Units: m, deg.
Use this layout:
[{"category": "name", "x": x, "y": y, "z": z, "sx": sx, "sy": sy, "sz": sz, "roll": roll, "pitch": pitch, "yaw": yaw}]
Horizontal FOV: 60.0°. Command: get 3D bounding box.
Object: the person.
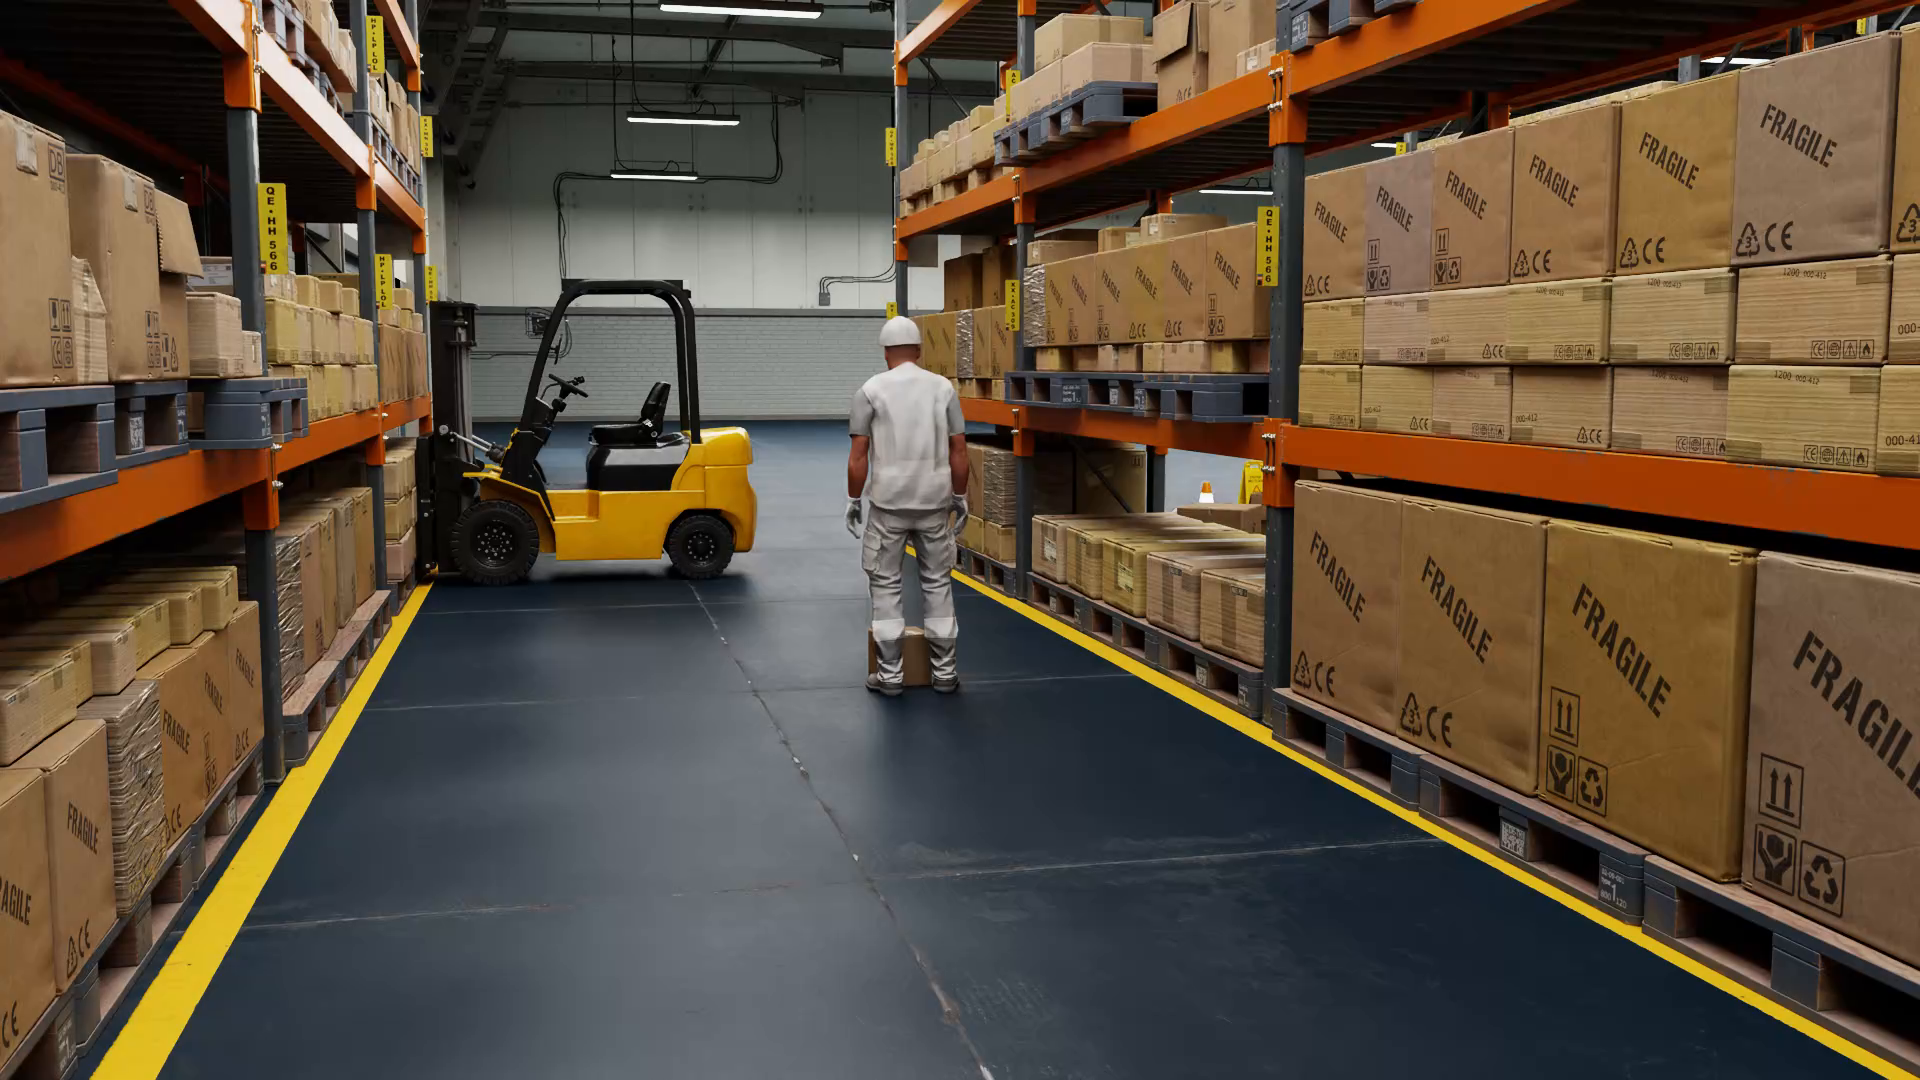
[{"category": "person", "x": -0.247, "y": -0.164, "z": 7.866, "sx": 0.607, "sy": 1.780, "sz": 0.449, "roll": -1, "pitch": 6, "yaw": -14}]
